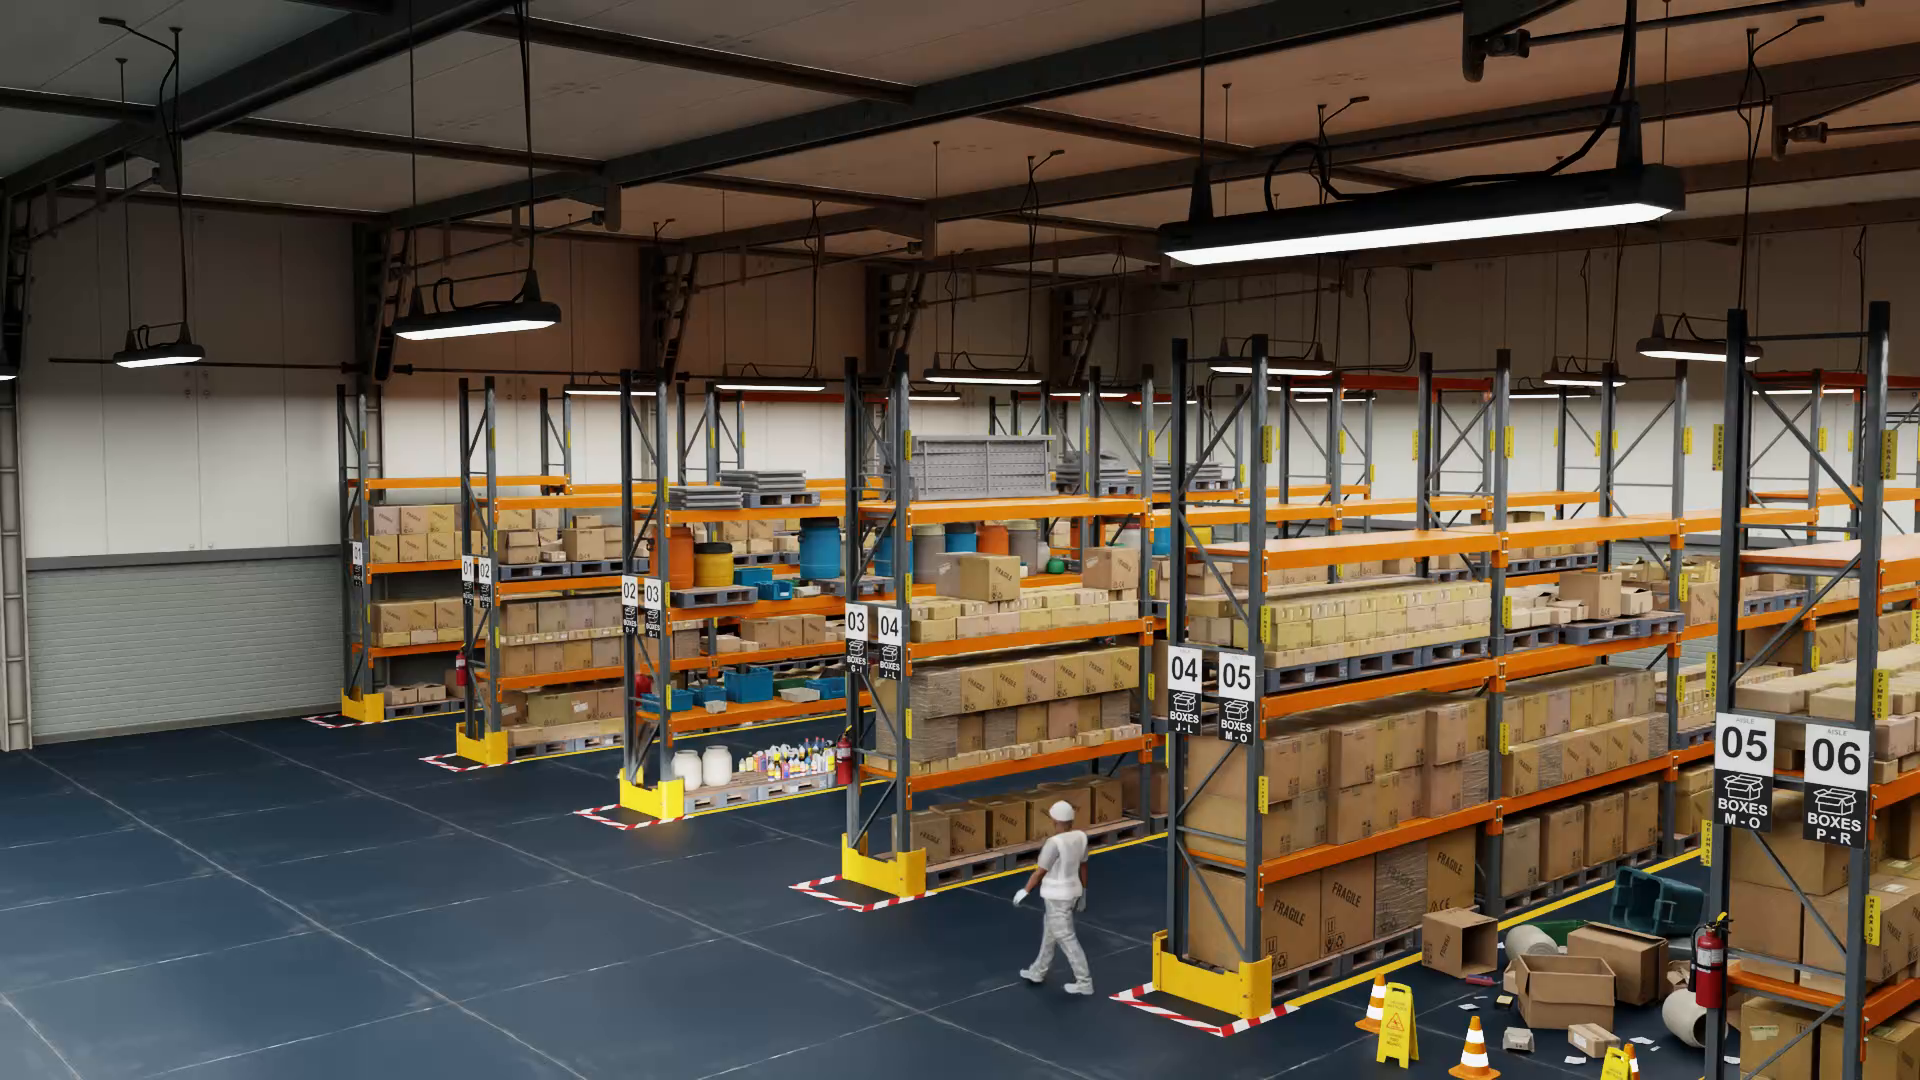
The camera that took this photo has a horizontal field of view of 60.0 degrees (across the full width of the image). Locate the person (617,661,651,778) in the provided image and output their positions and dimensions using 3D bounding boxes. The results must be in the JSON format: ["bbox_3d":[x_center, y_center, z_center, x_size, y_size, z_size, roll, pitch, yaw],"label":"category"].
[{"bbox_3d":[-4.861,2.670,24.858,0.429,1.726,0.594,1,4,20],"label":"person"}]

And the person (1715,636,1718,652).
[{"bbox_3d":[13.402,2.445,29.194,0.973,1.650,0.425,-3,5,-42],"label":"person"}]

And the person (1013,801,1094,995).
[{"bbox_3d":[0.853,3.269,15.319,0.903,1.757,0.627,3,5,39],"label":"person"}]
